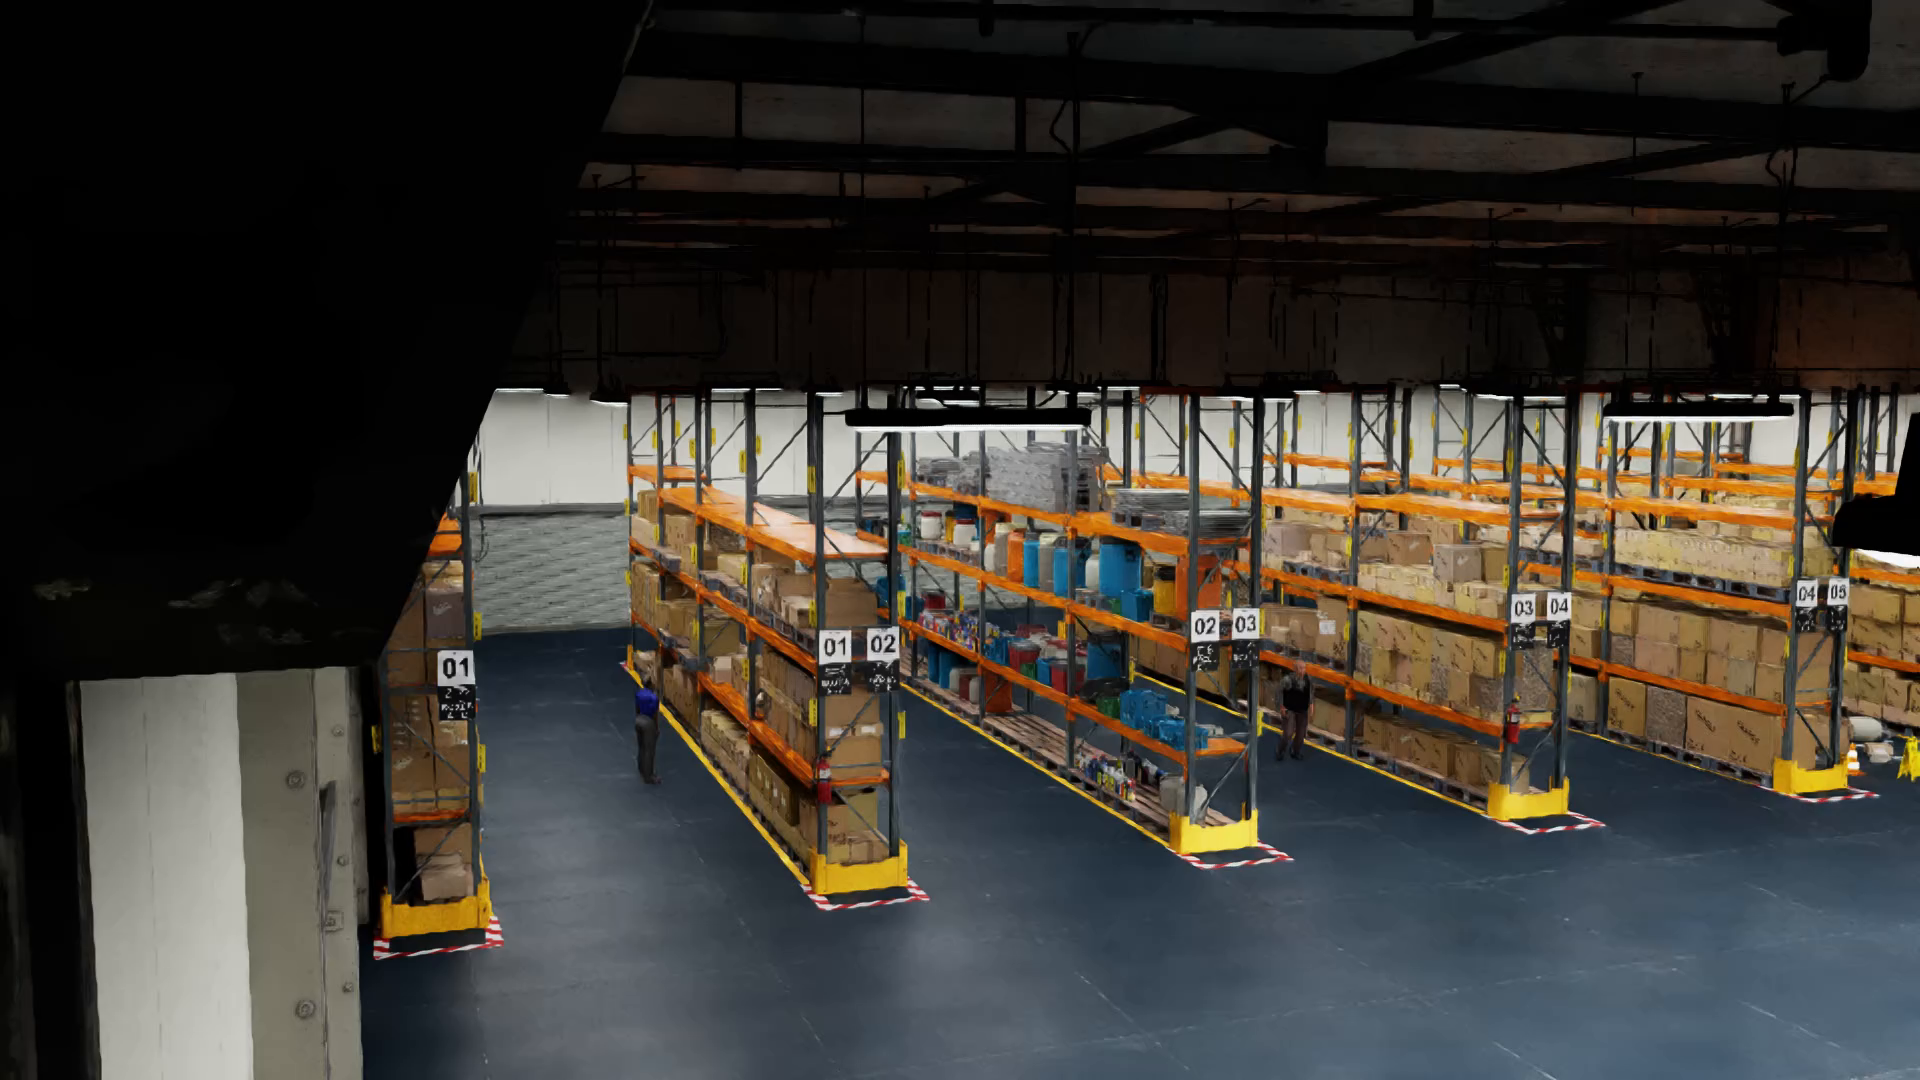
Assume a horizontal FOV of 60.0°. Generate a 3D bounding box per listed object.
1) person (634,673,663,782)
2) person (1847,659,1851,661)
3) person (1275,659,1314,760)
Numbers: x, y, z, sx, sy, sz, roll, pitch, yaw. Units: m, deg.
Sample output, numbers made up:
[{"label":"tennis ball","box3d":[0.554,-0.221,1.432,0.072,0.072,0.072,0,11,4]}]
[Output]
[{"label":"person","box3d":[-4.780,2.895,25.538,0.499,1.588,0.415,5,8,39]},{"label":"person","box3d":[18.470,1.971,34.388,0.567,1.607,0.611,0,6,5]},{"label":"person","box3d":[5.405,2.736,26.863,0.677,1.674,0.534,-2,6,-19]}]
